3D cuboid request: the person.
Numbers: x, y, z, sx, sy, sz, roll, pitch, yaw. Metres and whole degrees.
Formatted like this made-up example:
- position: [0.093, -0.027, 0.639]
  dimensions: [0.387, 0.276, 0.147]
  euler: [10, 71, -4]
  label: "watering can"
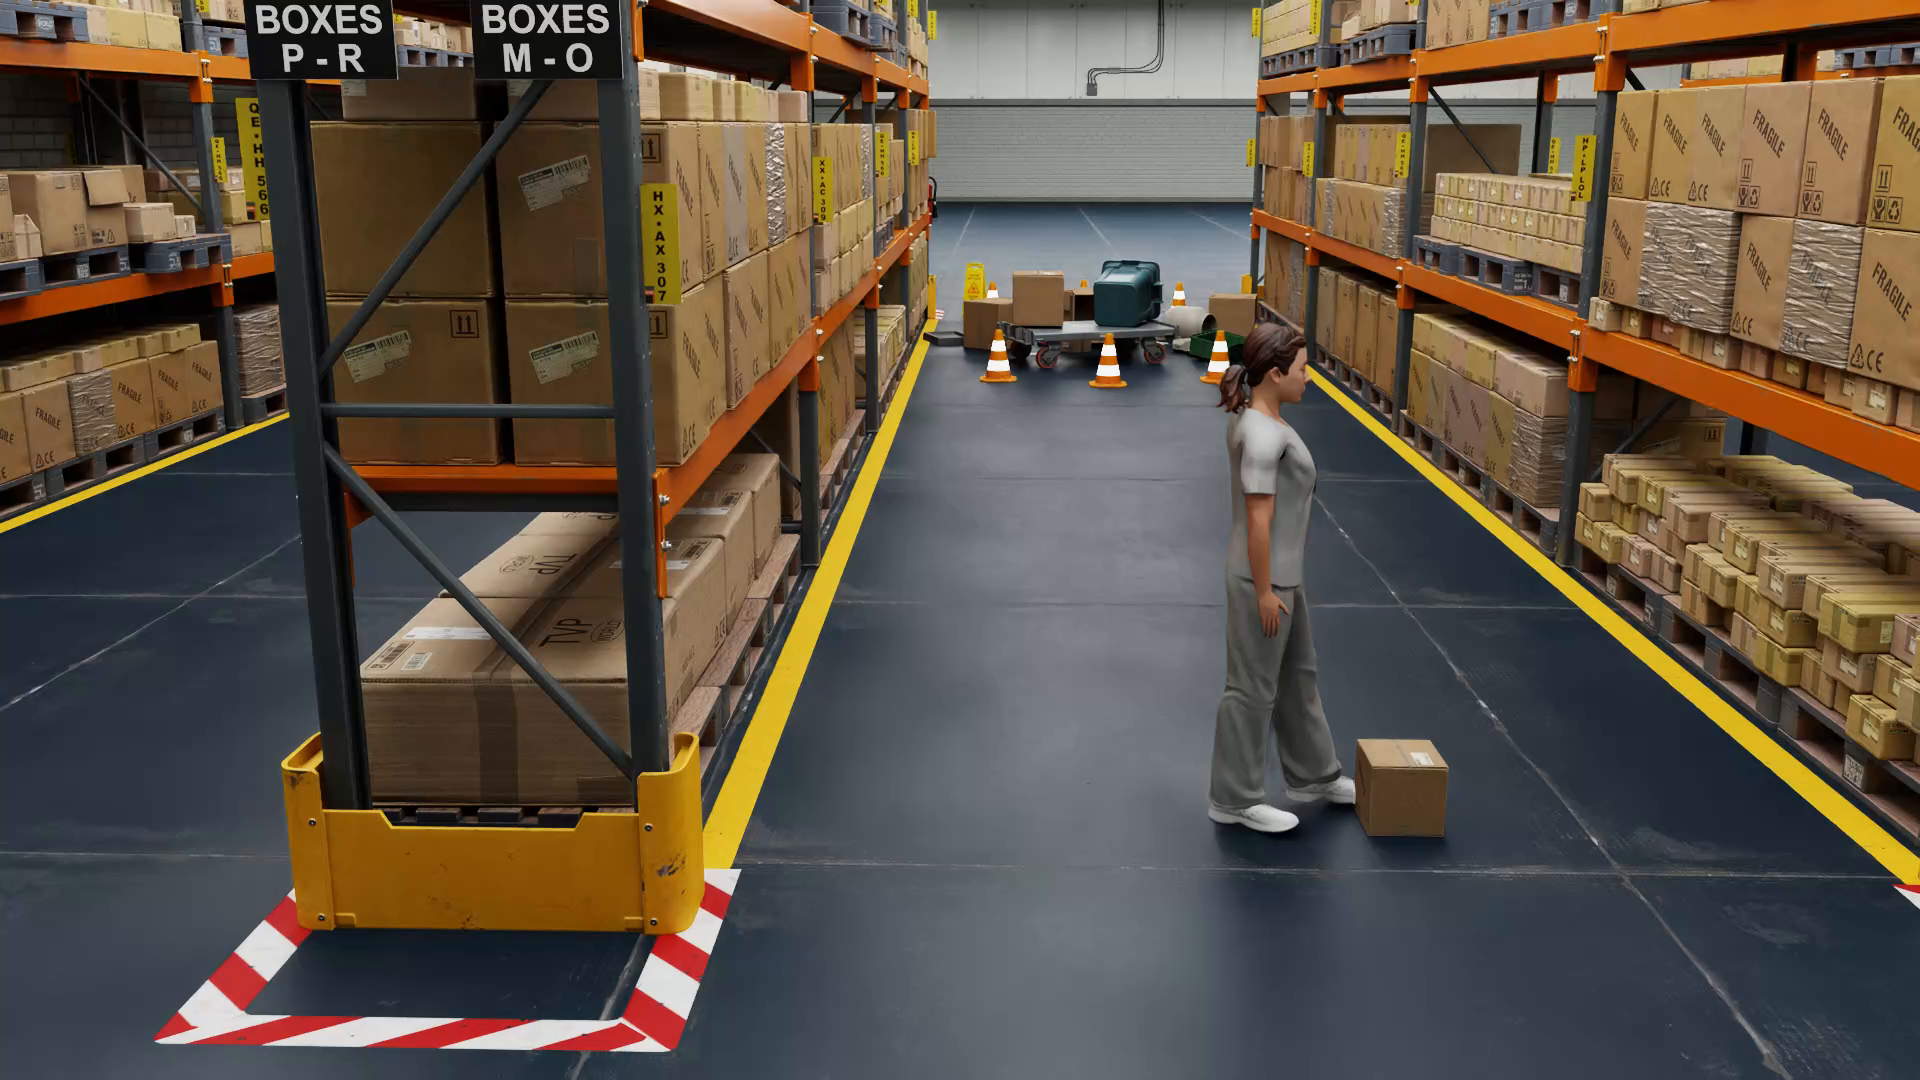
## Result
- position: [1.115, 0.129, 5.434]
  dimensions: [0.608, 1.674, 0.499]
  euler: [2, 14, 7]
  label: "person"
